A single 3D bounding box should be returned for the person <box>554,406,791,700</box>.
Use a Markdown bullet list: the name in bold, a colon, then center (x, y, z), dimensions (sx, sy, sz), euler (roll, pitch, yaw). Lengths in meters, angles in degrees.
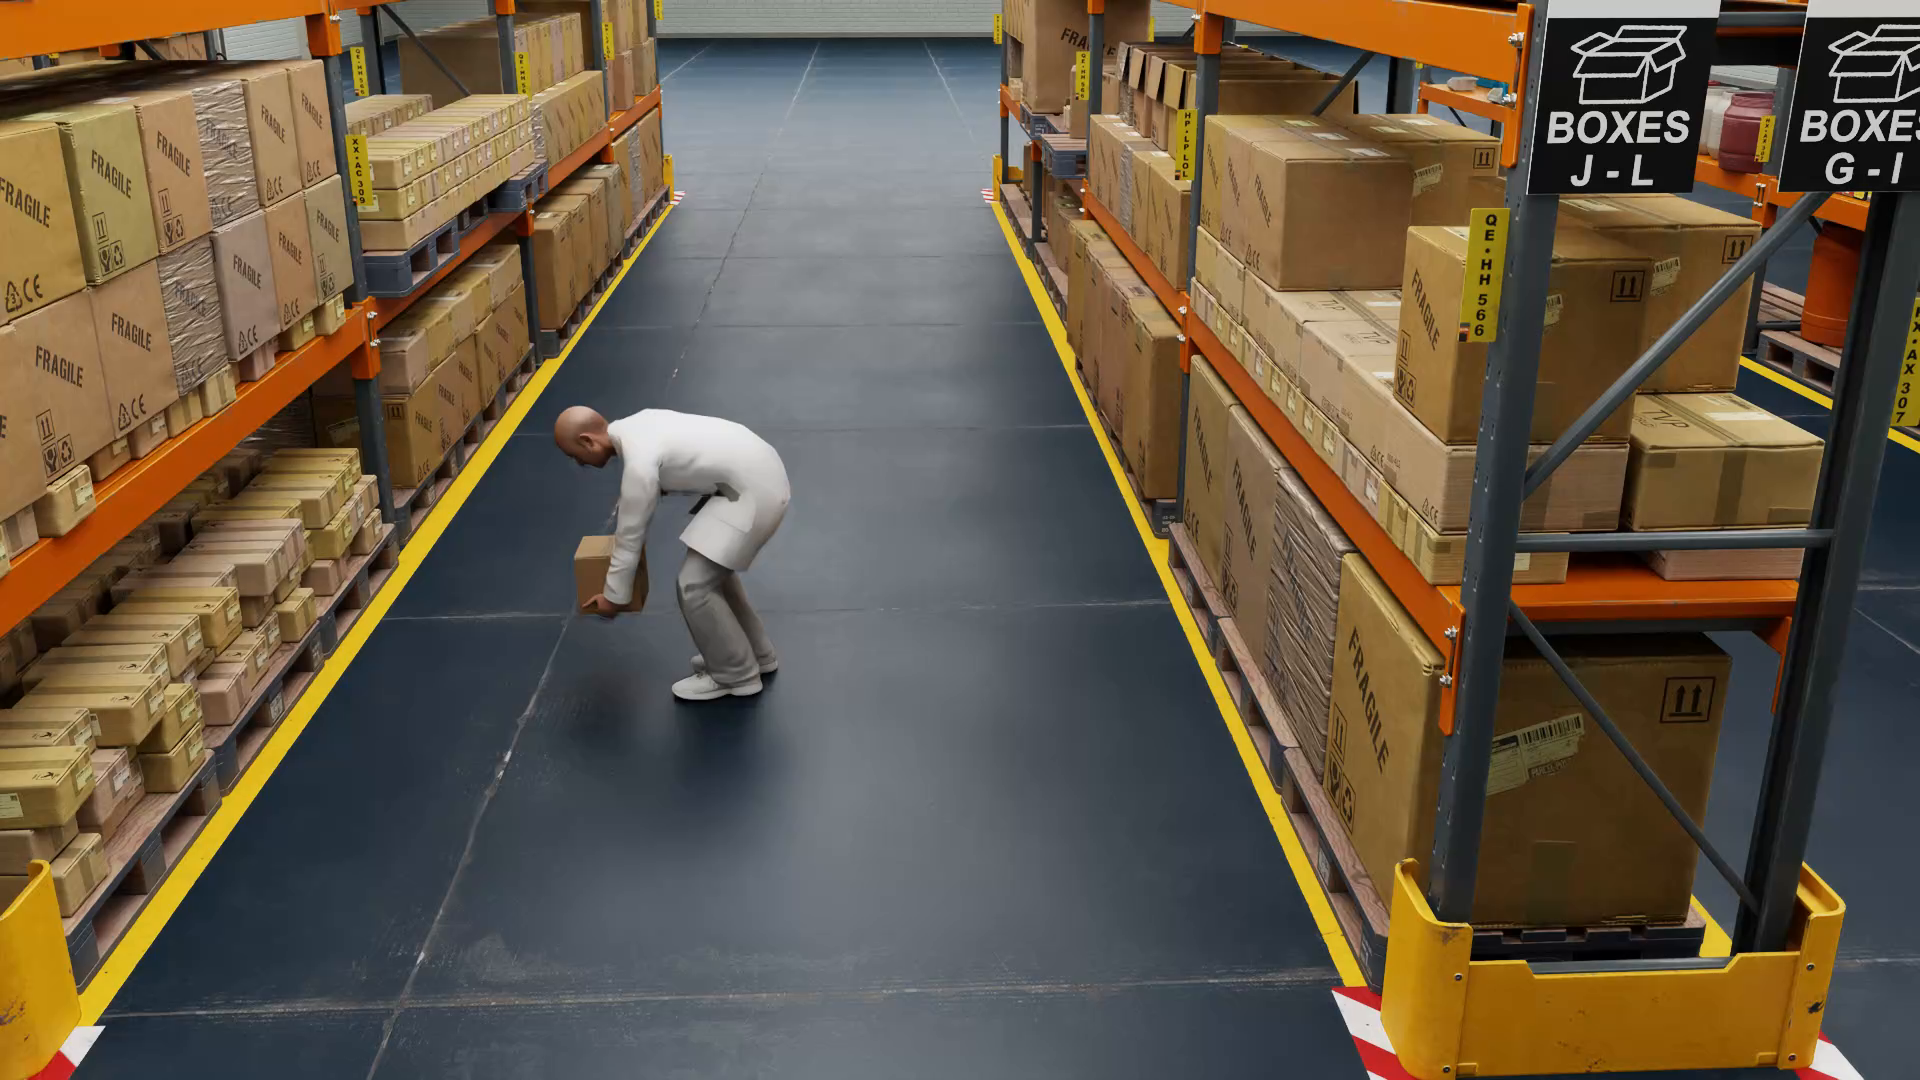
- **person**: center (-1.148, 0.033, 6.805), dimensions (0.922, 1.231, 0.568), euler (-2, 20, -5)
